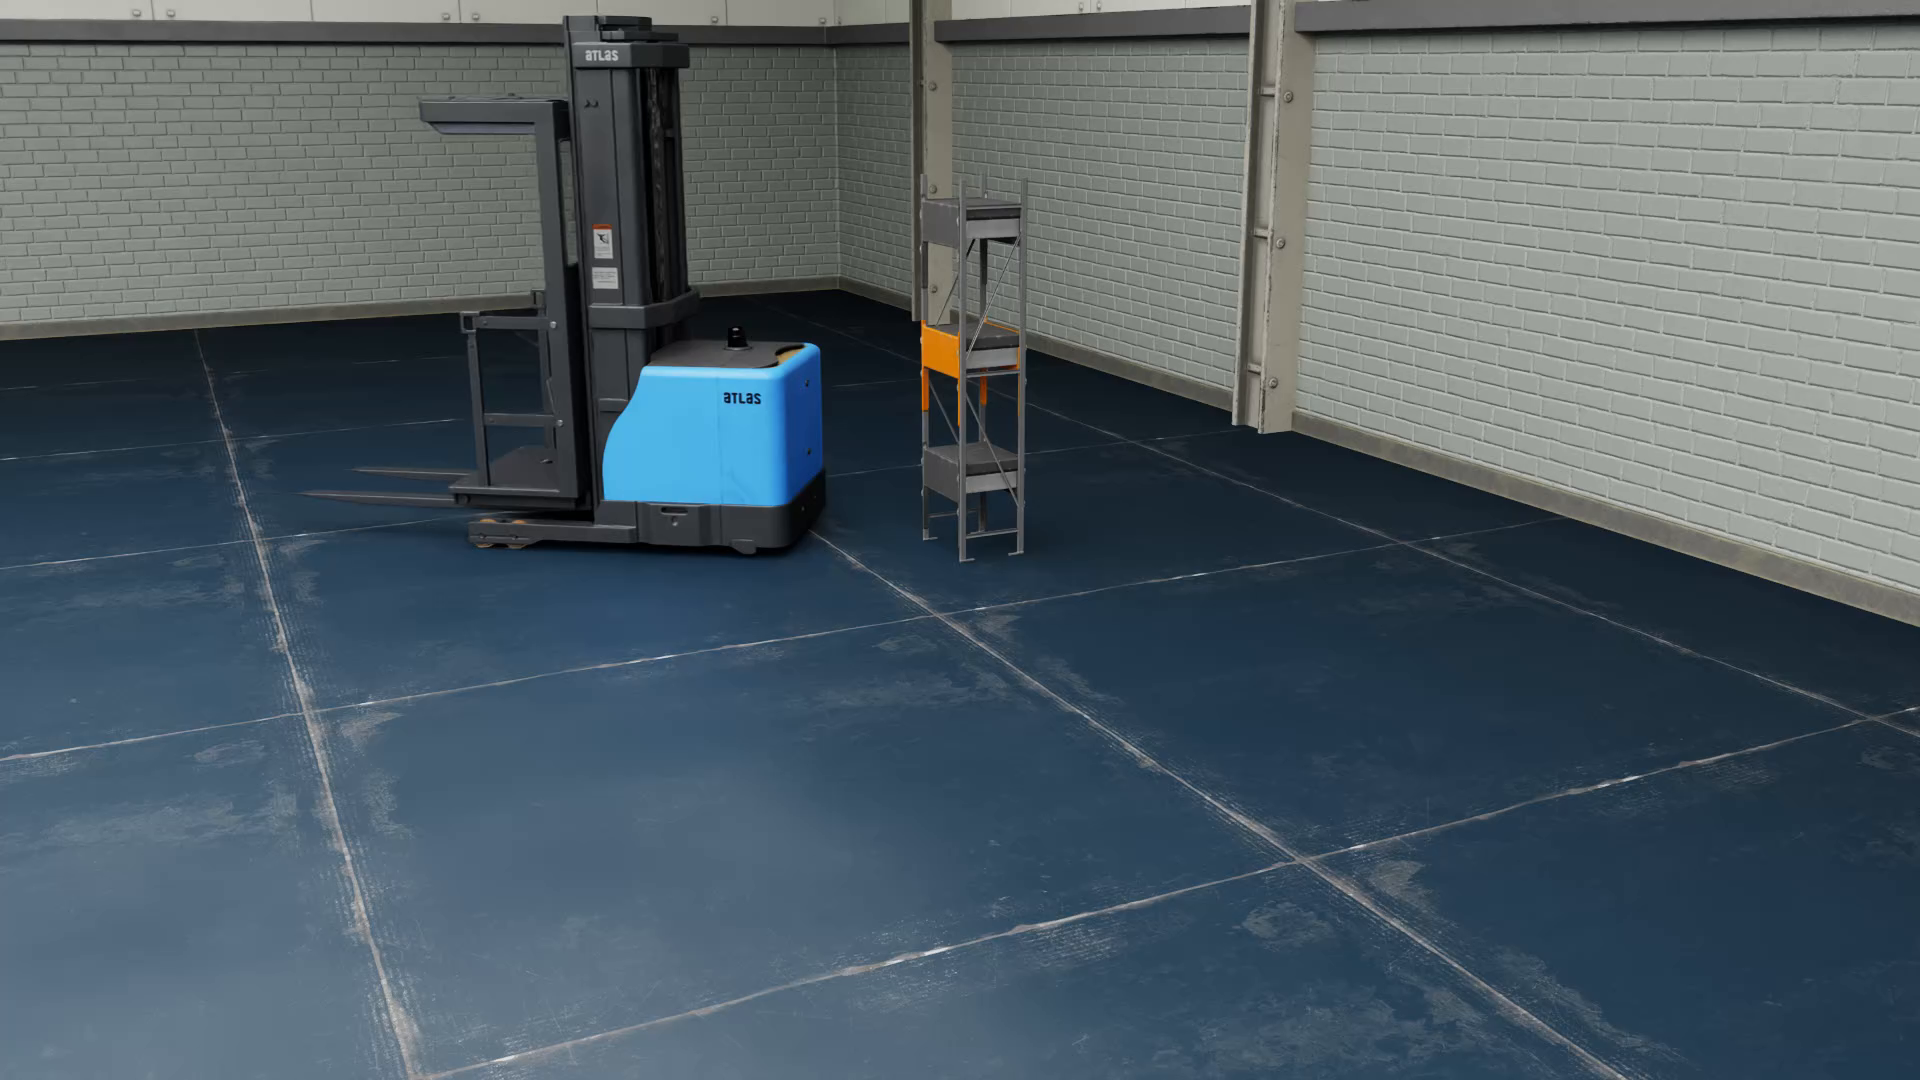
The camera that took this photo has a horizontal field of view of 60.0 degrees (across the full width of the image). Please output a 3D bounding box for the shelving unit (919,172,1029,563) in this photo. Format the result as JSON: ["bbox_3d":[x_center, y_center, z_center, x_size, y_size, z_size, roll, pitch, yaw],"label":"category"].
[{"bbox_3d":[0.072,-0.968,9.318,0.431,2.100,0.503,-8,18,-25],"label":"shelving unit"}]

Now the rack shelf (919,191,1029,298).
[{"bbox_3d":[0.072,-1.628,9.129,0.431,0.518,0.480,-8,18,-25],"label":"rack shelf"}]

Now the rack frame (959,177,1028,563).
[{"bbox_3d":[0.179,-0.908,9.107,0.400,2.100,0.015,-8,18,-25],"label":"rack frame"}]

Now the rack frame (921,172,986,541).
[{"bbox_3d":[-0.034,-1.029,9.529,0.400,2.100,0.015,-8,18,-25],"label":"rack frame"}]

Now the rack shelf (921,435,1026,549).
[{"bbox_3d":[0.073,-0.282,9.515,0.431,0.518,0.480,-8,18,-25],"label":"rack shelf"}]

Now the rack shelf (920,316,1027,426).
[{"bbox_3d":[0.072,-0.955,9.322,0.431,0.518,0.480,-8,18,-25],"label":"rack shelf"}]

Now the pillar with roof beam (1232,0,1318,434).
[{"bbox_3d":[-1.543,-4.673,9.721,9.100,9.000,0.400,-8,18,-25],"label":"pillar with roof beam"}]

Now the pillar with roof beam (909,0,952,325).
[{"bbox_3d":[-4.171,-6.161,14.906,9.100,9.000,0.400,-8,18,-25],"label":"pillar with roof beam"}]

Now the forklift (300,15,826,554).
[{"bbox_3d":[-2.385,-1.496,9.651,3.031,2.935,1.130,2,16,8],"label":"forklift"}]
